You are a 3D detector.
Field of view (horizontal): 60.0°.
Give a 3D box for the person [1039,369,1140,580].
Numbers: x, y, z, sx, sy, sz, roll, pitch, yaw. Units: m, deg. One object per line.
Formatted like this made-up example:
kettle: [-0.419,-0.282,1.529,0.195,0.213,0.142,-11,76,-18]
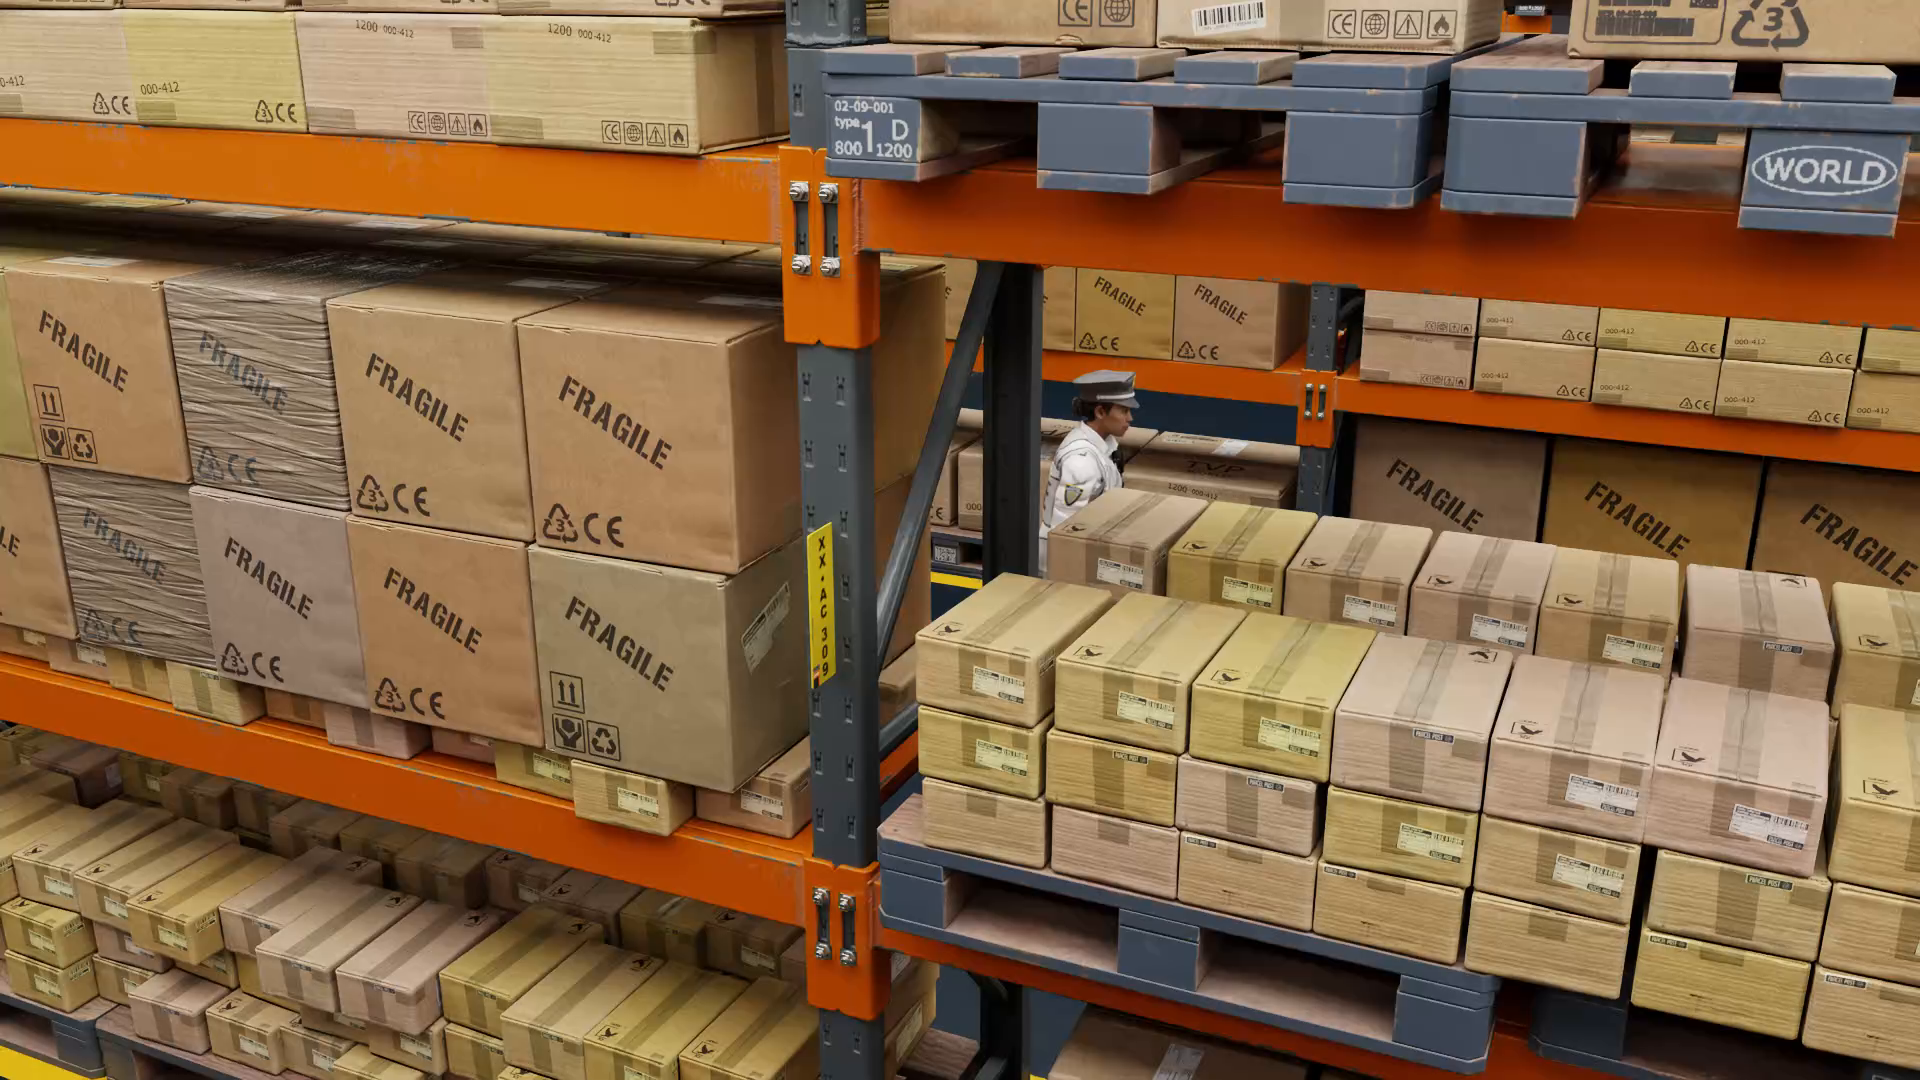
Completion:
person: [0.506,0.132,6.681,0.376,1.663,0.544,7,20,19]
